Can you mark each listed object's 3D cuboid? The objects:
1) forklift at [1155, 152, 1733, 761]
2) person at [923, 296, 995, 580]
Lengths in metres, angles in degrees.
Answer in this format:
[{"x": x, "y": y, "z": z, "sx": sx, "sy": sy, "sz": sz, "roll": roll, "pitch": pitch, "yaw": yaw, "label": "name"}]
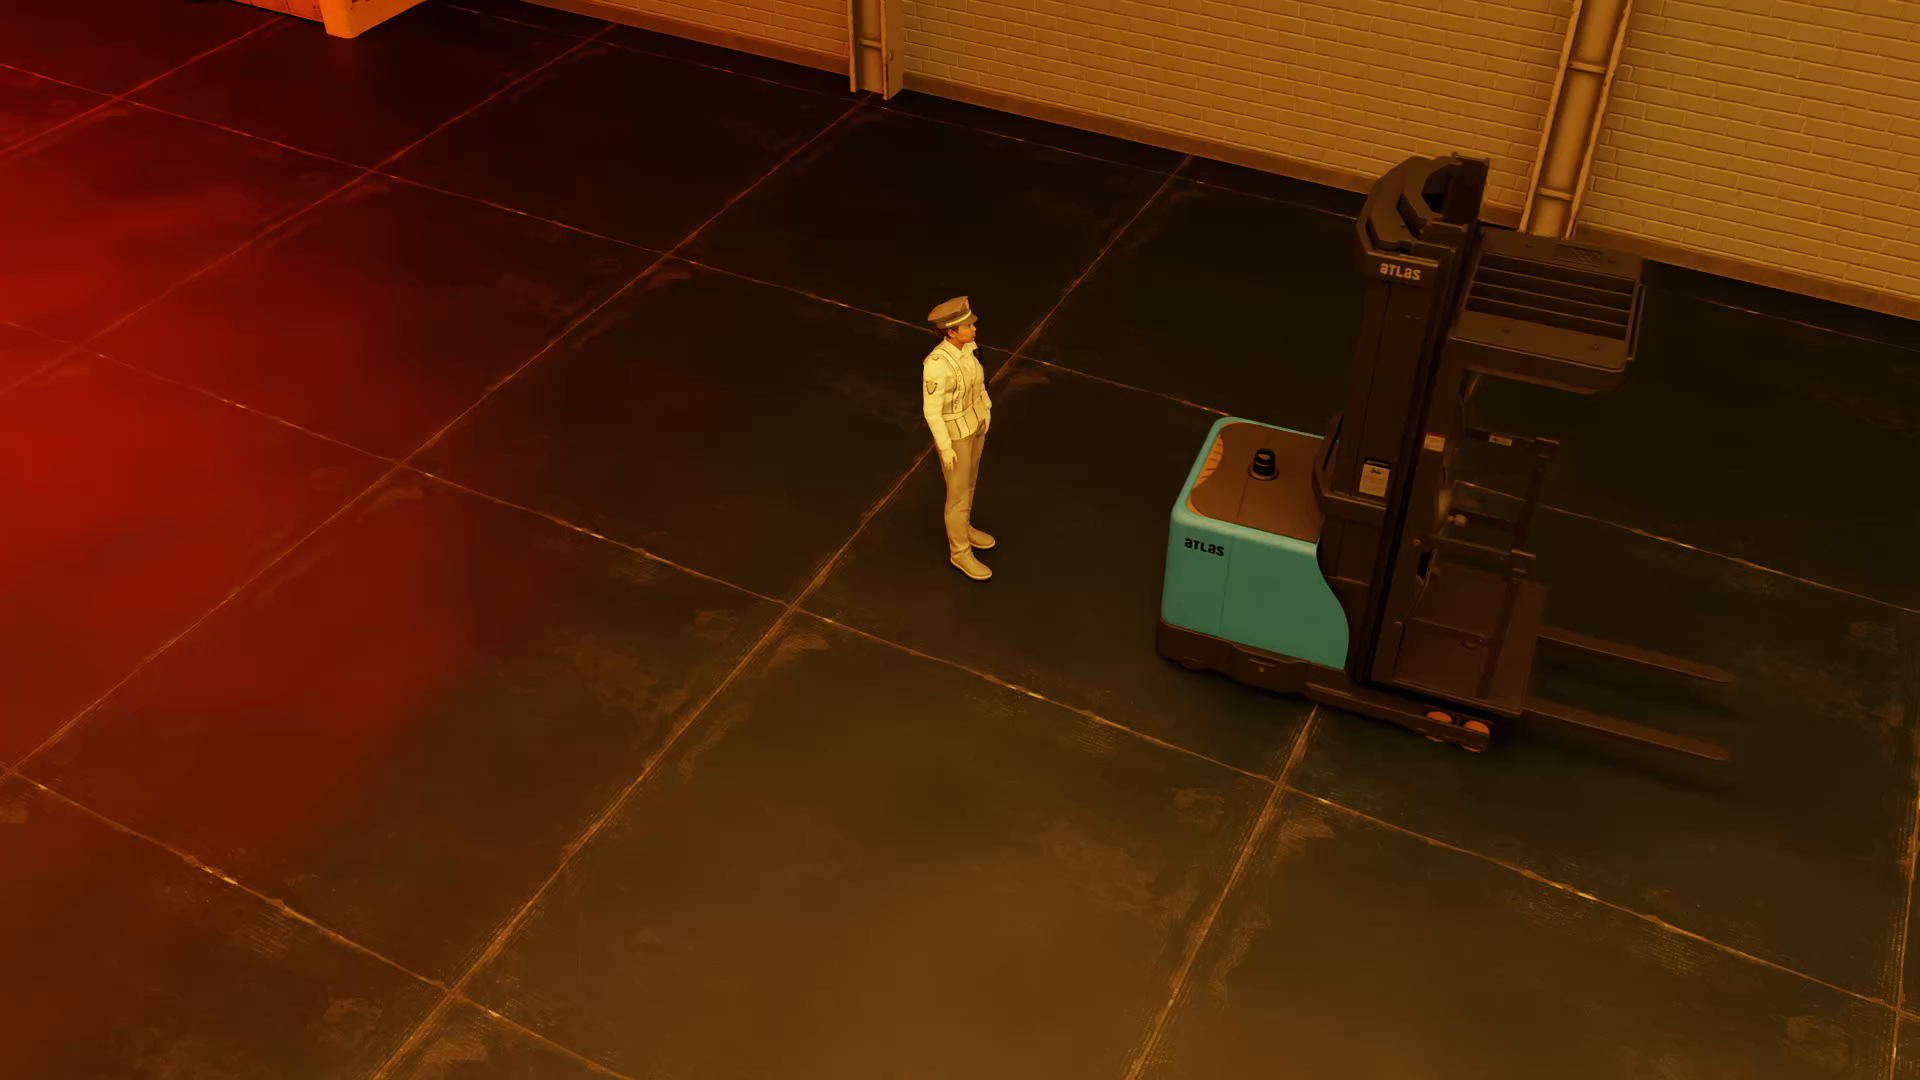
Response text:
[{"x": 2.675, "y": -0.379, "z": 8.437, "sx": 3.031, "sy": 2.935, "sz": 1.130, "roll": 14, "pitch": 42, "yaw": 17, "label": "forklift"}, {"x": 0.057, "y": -0.630, "z": 9.683, "sx": 0.534, "sy": 1.696, "sz": 0.587, "roll": 18, "pitch": 43, "yaw": 21, "label": "person"}]
